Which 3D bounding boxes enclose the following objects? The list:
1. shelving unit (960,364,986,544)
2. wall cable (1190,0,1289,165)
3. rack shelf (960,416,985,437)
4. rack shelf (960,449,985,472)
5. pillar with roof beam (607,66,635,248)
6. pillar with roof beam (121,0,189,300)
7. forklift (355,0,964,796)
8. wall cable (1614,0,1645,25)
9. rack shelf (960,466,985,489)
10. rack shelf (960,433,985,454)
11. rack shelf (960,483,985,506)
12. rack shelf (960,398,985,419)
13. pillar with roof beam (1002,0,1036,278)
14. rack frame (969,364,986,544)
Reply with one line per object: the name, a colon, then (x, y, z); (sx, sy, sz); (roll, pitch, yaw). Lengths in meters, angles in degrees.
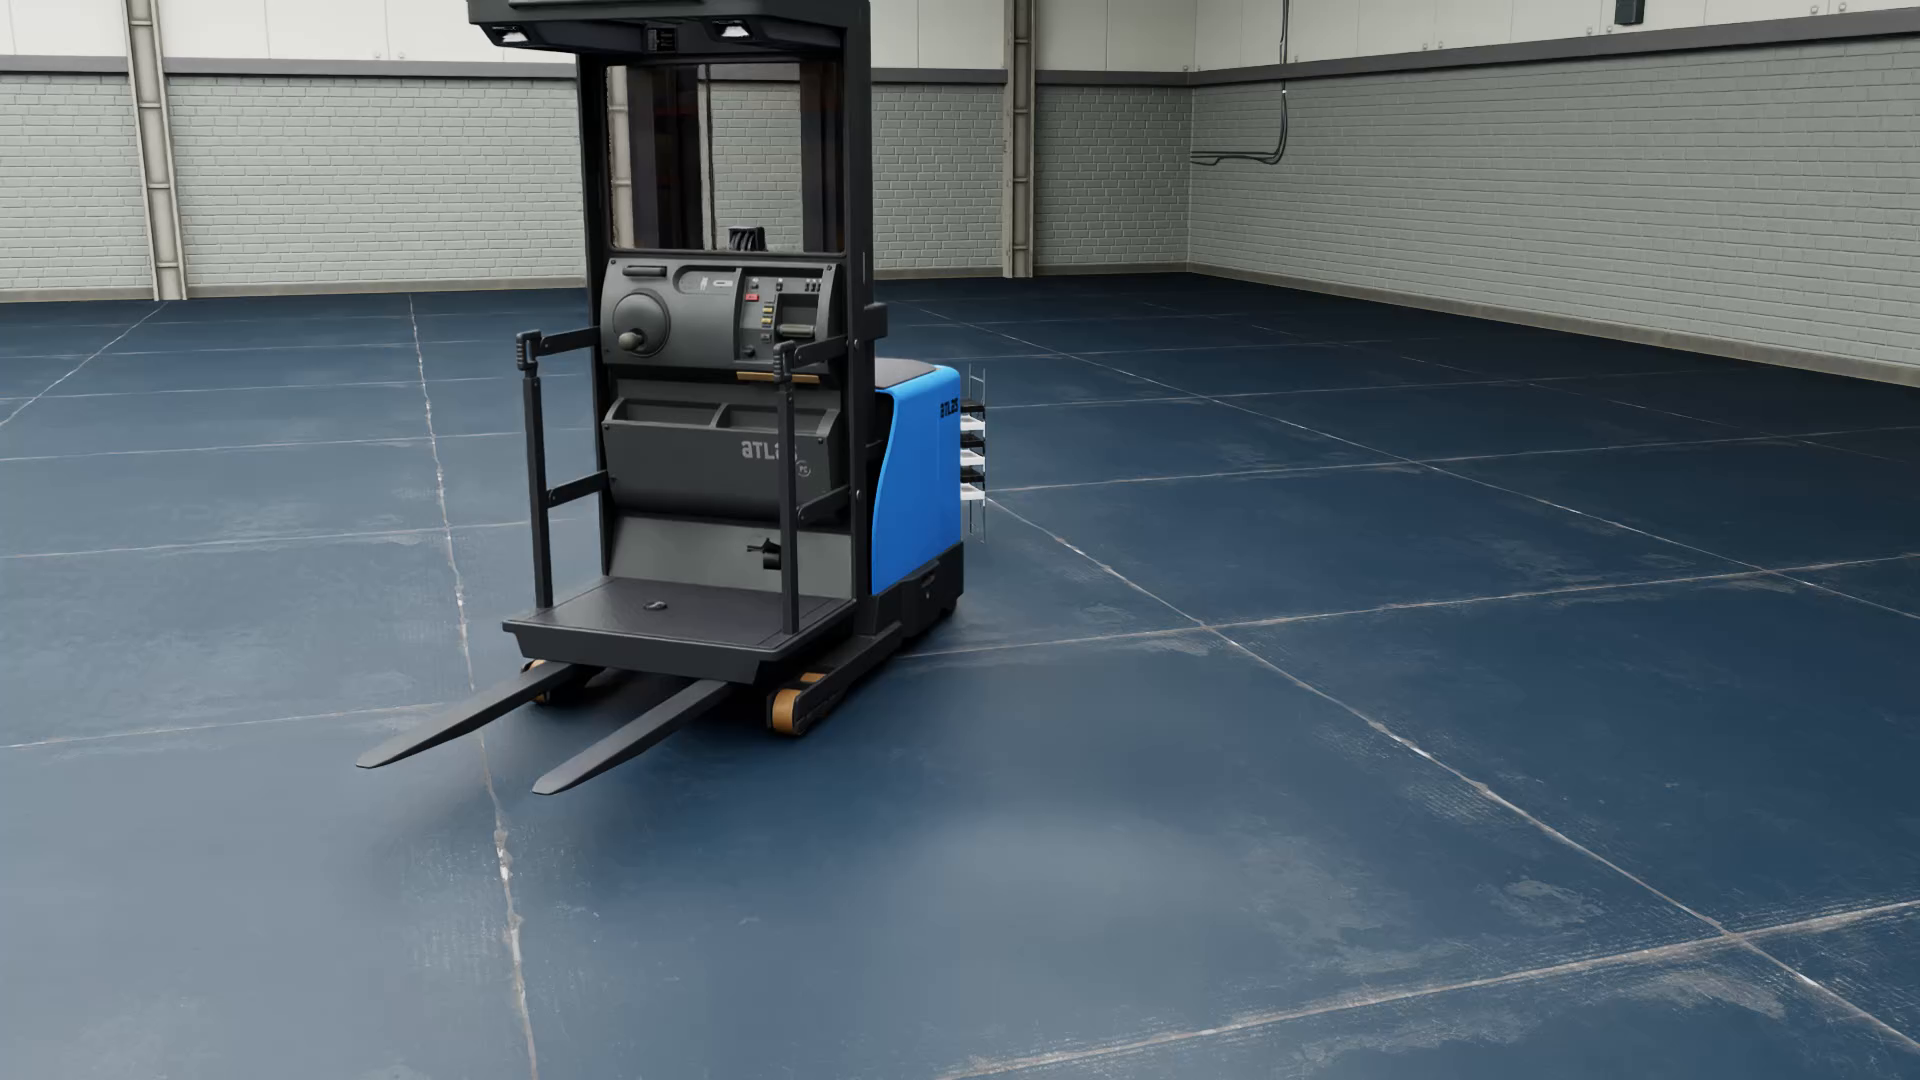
shelving unit: (-0.008, -0.437, 8.536); (0.210, 0.900, 0.258); (-4, 14, -18)
wall cable: (4.108, -6.884, 24.849); (0.112, 2.526, 3.097); (-4, 14, -18)
rack shelf: (-0.008, -0.580, 8.502); (0.200, 0.077, 0.258); (-4, 14, -18)
rack shelf: (-0.008, -0.405, 8.544); (0.200, 0.077, 0.258); (-4, 14, -18)
pillar with roof beam: (-3.419, -7.081, 18.964); (0.400, 9.000, 9.100); (-4, 14, -18)
pillar with roof beam: (-9.106, -6.638, 17.102); (0.400, 9.000, 9.100); (-4, 14, -18)
forklift: (-0.959, -0.851, 5.886); (1.130, 2.935, 3.031); (5, 14, 19)
wall cable: (7.121, -7.966, 15.338); (0.169, 6.003, 2.305); (-4, 14, -18)
rack shelf: (-0.008, -0.317, 8.565); (0.200, 0.077, 0.258); (-4, 14, -18)
rack shelf: (-0.008, -0.492, 8.523); (0.200, 0.077, 0.258); (-4, 14, -18)
rack shelf: (-0.008, -0.230, 8.586); (0.200, 0.077, 0.258); (-4, 14, -18)
rack shelf: (-0.008, -0.667, 8.481); (0.200, 0.077, 0.258); (-4, 14, -18)
pillar with roof beam: (2.267, -7.523, 20.826); (0.400, 9.000, 9.100); (-4, 14, -18)
rack frame: (0.089, -0.445, 8.568); (0.006, 0.900, 0.240); (-4, 14, -18)
